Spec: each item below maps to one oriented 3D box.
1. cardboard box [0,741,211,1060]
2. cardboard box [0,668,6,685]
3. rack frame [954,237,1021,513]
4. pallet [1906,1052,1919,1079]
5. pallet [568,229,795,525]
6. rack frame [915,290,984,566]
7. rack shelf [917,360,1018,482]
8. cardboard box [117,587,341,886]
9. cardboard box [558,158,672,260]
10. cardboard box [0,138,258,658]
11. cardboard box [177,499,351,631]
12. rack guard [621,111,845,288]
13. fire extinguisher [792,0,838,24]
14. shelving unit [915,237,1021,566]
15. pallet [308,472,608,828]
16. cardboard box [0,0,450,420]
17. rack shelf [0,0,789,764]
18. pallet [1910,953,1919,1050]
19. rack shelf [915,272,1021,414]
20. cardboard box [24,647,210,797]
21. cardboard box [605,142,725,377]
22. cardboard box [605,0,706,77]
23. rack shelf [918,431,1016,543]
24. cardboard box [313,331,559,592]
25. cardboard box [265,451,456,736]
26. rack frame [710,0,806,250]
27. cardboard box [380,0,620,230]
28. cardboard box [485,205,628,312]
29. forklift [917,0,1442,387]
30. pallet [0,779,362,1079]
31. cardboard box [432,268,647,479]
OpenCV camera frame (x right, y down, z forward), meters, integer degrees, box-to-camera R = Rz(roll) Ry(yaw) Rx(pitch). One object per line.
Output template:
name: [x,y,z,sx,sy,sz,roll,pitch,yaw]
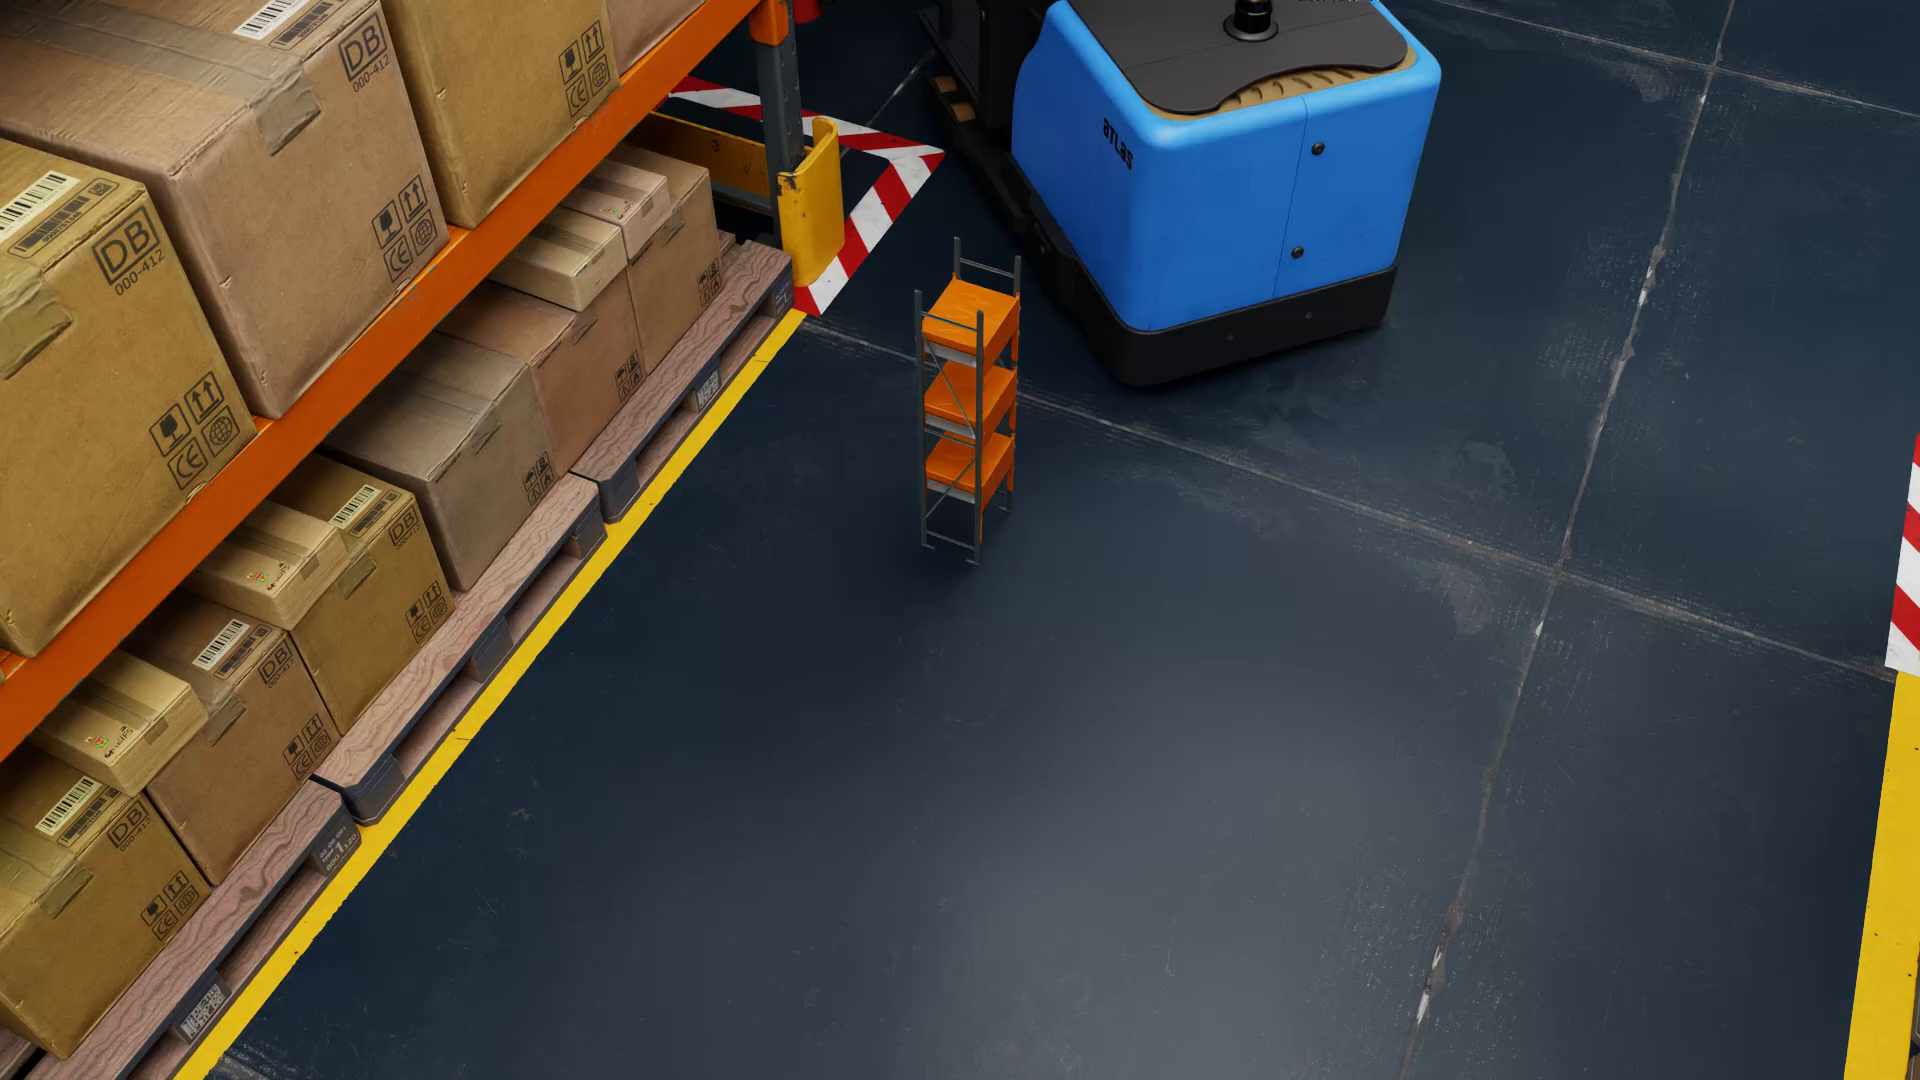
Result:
cardboard box: [-2.314,0.784,3.979,0.700,0.500,0.500,20,53,17]
cardboard box: [-2.480,0.126,2.976,0.980,0.700,0.700,21,53,17]
rack frame: [0.075,-0.461,4.953,0.200,1.050,0.008,20,52,16]
pallet: [2.568,1.789,3.590,1.003,0.211,1.213,20,52,16]
pallet: [-1.289,-0.683,5.693,1.003,0.211,1.213,20,52,16]
rack frame: [-0.029,-0.293,4.810,0.200,1.050,0.008,20,52,16]
rack shelf: [0.023,-0.370,4.890,0.215,0.259,0.240,20,52,16]
cardboard box: [-2.097,0.439,4.272,0.700,0.500,0.500,19,52,16]
cardboard box: [-1.117,-1.037,5.102,0.380,0.149,0.250,19,52,16]
cardboard box: [-2.163,-0.375,3.402,0.980,0.700,0.700,19,52,15]
cardboard box: [-1.780,0.038,4.188,0.380,0.149,0.250,18,52,15]
rack guard: [-1.008,-1.369,6.087,1.175,0.500,0.348,20,52,16]
fire extinguisher: [-0.536,-1.971,5.253,0.296,0.674,0.183,20,52,16]
shelving unit: [0.023,-0.377,4.882,0.215,1.050,0.252,20,52,16]
pallet: [-1.811,0.154,4.980,1.003,0.211,1.213,20,52,16]
cardboard box: [-1.861,-0.879,3.831,0.980,0.700,0.700,18,52,14]
rack shelf: [-1.872,-0.553,4.223,1.077,0.370,4.000,20,52,16]
pallet: [3.090,0.952,4.302,1.003,0.211,1.213,20,52,16]
rack shelf: [0.023,-0.554,4.673,0.215,0.259,0.240,20,52,16]
cardboard box: [-2.003,0.397,3.882,0.380,0.149,0.250,21,53,17]
cardboard box: [-1.226,-0.974,5.475,0.700,0.500,0.500,20,52,16]
cardboard box: [-1.227,-1.906,4.705,0.980,0.700,0.700,22,53,18]
rack shelf: [0.023,-0.190,5.101,0.215,0.259,0.240,20,52,16]
cardboard box: [-1.654,-0.283,4.887,0.700,0.500,0.500,18,52,15]
cardboard box: [-1.876,0.086,4.573,0.700,0.500,0.500,21,53,17]
rack frame: [-1.018,-2.163,5.121,1.000,3.000,0.127,20,52,16]
cardboard box: [-1.527,-1.401,4.276,0.980,0.700,0.700,19,52,16]
cardboard box: [-1.225,-0.861,4.952,0.380,0.149,0.250,21,53,17]
forklift: [0.502,-2.614,5.550,1.130,2.935,3.031,-16,52,-13]
pallet: [-2.331,0.997,4.263,1.003,0.211,1.213,20,52,16]
cardboard box: [-1.440,-0.630,5.182,0.700,0.500,0.500,20,52,16]
